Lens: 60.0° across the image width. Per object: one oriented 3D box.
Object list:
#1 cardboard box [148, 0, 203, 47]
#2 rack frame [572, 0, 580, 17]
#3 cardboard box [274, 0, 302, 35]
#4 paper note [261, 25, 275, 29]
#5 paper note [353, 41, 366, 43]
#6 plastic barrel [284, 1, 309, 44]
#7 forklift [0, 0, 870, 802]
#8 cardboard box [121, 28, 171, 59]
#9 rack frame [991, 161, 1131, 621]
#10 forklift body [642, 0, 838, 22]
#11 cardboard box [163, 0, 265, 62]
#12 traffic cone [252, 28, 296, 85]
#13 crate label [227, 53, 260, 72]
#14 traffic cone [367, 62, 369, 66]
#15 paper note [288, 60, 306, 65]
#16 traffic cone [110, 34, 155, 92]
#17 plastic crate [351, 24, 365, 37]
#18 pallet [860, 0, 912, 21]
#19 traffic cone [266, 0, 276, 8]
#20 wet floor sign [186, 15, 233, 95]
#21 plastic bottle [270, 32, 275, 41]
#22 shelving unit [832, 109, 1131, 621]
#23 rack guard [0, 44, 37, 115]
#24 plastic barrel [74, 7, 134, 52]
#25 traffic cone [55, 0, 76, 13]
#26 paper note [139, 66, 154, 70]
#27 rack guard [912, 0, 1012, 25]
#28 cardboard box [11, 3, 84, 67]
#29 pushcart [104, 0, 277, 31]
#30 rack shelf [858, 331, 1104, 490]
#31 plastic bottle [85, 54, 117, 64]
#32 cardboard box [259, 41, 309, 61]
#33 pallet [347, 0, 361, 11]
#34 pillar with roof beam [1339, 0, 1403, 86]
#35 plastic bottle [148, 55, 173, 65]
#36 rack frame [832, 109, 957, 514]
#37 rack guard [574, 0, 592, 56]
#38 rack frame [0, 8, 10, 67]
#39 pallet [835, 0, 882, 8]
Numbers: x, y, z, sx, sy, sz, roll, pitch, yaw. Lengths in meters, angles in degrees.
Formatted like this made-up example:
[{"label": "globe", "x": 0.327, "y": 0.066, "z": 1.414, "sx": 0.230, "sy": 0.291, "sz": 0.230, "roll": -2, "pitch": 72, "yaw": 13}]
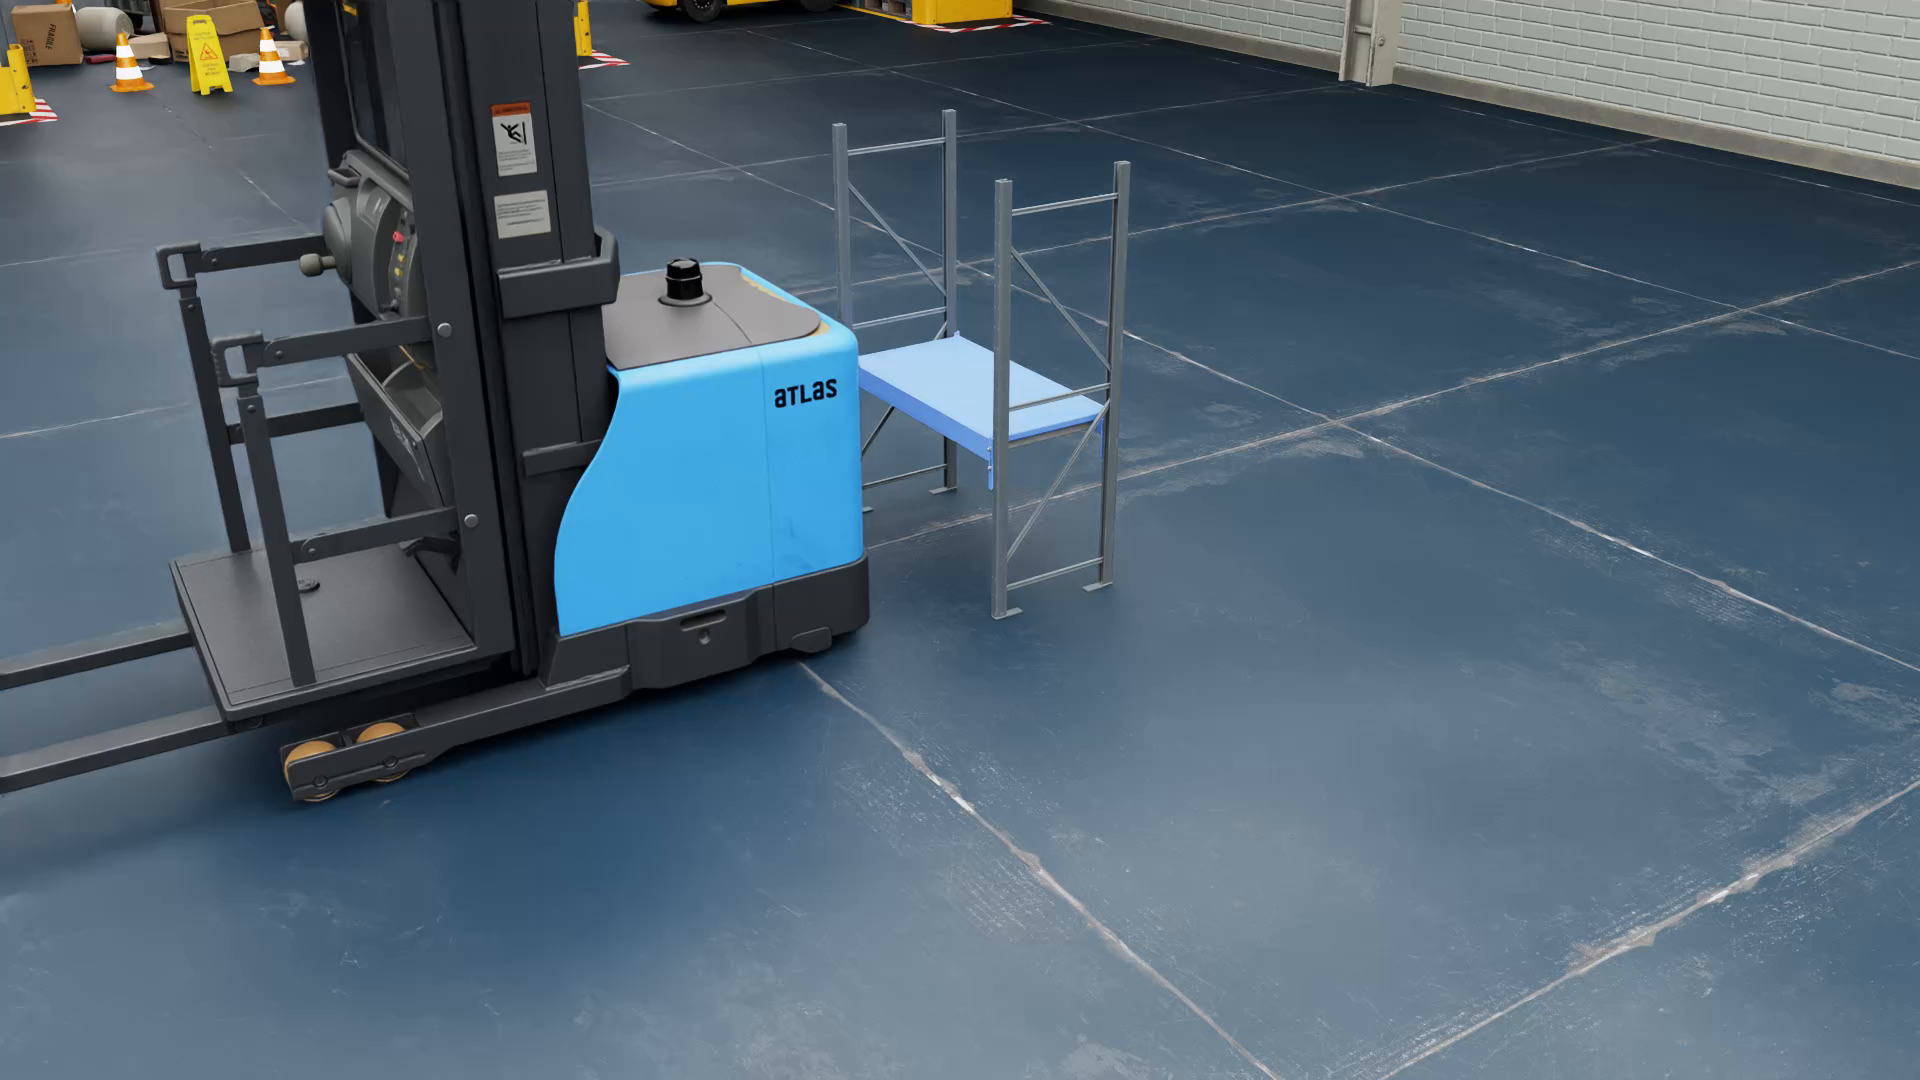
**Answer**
[{"label": "cardboard box", "x": -7.736, "y": -5.331, "z": 16.794, "sx": 0.797, "sy": 0.637, "sz": 0.503, "roll": -16, "pitch": 29, "yaw": -30}, {"label": "rack frame", "x": -4.138, "y": -6.028, "z": 15.505, "sx": 1.000, "sy": 3.000, "sz": 0.127, "roll": -16, "pitch": 29, "yaw": -30}, {"label": "cardboard box", "x": -6.877, "y": -5.629, "z": 17.585, "sx": 0.500, "sy": 0.500, "sz": 0.500, "roll": 3, "pitch": 25, "yaw": 6}, {"label": "paper note", "x": -7.462, "y": -5.529, "z": 17.926, "sx": 0.148, "sy": 0.019, "sz": 0.142, "roll": -16, "pitch": 29, "yaw": -30}, {"label": "paper note", "x": -6.132, "y": -5.104, "z": 17.026, "sx": 0.148, "sy": 0.019, "sz": 0.142, "roll": 18, "pitch": 31, "yaw": 33}, {"label": "plastic barrel", "x": -6.534, "y": -5.249, "z": 16.872, "sx": 0.512, "sy": 0.421, "sz": 0.421, "roll": 3, "pitch": 25, "yaw": 6}, {"label": "forklift", "x": -1.830, "y": -0.846, "z": 4.608, "sx": 3.031, "sy": 2.935, "sz": 1.130, "roll": -14, "pitch": 29, "yaw": -28}, {"label": "cardboard box", "x": -7.933, "y": -4.847, "z": 16.206, "sx": 0.396, "sy": 0.266, "sz": 0.258, "roll": -10, "pitch": 27, "yaw": -21}, {"label": "rack frame", "x": 0.324, "y": -0.466, "z": 5.480, "sx": 0.500, "sy": 1.500, "sz": 0.032, "roll": -16, "pitch": 29, "yaw": -30}, {"label": "forklift body", "x": -2.545, "y": -7.055, "z": 18.675, "sx": 2.313, "sy": 2.155, "sz": 1.214, "roll": -16, "pitch": 29, "yaw": -30}, {"label": "cardboard box", "x": -7.218, "y": -4.937, "z": 16.119, "sx": 0.637, "sy": 0.503, "sz": 0.797, "roll": 7, "pitch": 26, "yaw": 15}, {"label": "traffic cone", "x": -6.198, "y": -4.353, "z": 14.930, "sx": 0.336, "sy": 0.463, "sz": 0.334, "roll": -16, "pitch": 29, "yaw": -30}, {"label": "crate label", "x": -6.679, "y": -4.473, "z": 15.564, "sx": 0.298, "sy": 0.136, "sz": 0.250, "roll": 12, "pitch": 28, "yaw": 24}, {"label": "traffic cone", "x": -5.454, "y": -4.734, "z": 15.735, "sx": 0.336, "sy": 0.463, "sz": 0.334, "roll": -16, "pitch": 29, "yaw": -30}, {"label": "paper note", "x": -6.322, "y": -4.559, "z": 15.872, "sx": 0.142, "sy": 0.019, "sz": 0.148, "roll": 18, "pitch": 31, "yaw": 33}, {"label": "traffic cone", "x": -7.331, "y": -4.212, "z": 14.630, "sx": 0.336, "sy": 0.463, "sz": 0.334, "roll": -16, "pitch": 29, "yaw": -30}, {"label": "plastic crate", "x": -6.152, "y": -5.386, "z": 17.564, "sx": 0.583, "sy": 0.080, "sz": 0.402, "roll": 18, "pitch": 31, "yaw": 33}, {"label": "pallet", "x": -0.434, "y": -6.189, "z": 19.112, "sx": 1.003, "sy": 0.211, "sz": 1.213, "roll": -16, "pitch": 29, "yaw": -30}, {"label": "traffic cone", "x": -8.172, "y": -6.429, "z": 19.325, "sx": 0.336, "sy": 0.463, "sz": 0.334, "roll": -16, "pitch": 29, "yaw": -30}, {"label": "wet floor sign", "x": -6.556, "y": -4.224, "z": 14.443, "sx": 0.267, "sy": 0.644, "sz": 0.232, "roll": -22, "pitch": 33, "yaw": -38}, {"label": "plastic bottle", "x": -7.189, "y": -5.231, "z": 17.259, "sx": 0.133, "sy": 0.061, "sz": 0.283, "roll": -10, "pitch": 27, "yaw": -21}, {"label": "shelving unit", "x": 0.047, "y": -0.648, "z": 5.865, "sx": 0.538, "sy": 1.500, "sz": 1.048, "roll": -16, "pitch": 29, "yaw": -30}, {"label": "rack guard", "x": -8.217, "y": -3.699, "z": 13.500, "sx": 1.175, "sy": 0.500, "sz": 0.348, "roll": -16, "pitch": 29, "yaw": -30}, {"label": "plastic barrel", "x": -8.509, "y": -5.055, "z": 16.463, "sx": 0.512, "sy": 0.421, "sz": 0.421, "roll": 3, "pitch": 25, "yaw": 6}, {"label": "traffic cone", "x": -9.881, "y": -5.953, "z": 18.318, "sx": 0.336, "sy": 0.463, "sz": 0.334, "roll": -16, "pitch": 29, "yaw": -30}, {"label": "paper note", "x": -7.641, "y": -4.436, "z": 15.613, "sx": 0.144, "sy": 0.017, "sz": 0.142, "roll": -6, "pitch": 26, "yaw": -12}, {"label": "rack guard", "x": 0.032, "y": -6.047, "z": 18.473, "sx": 1.175, "sy": 0.500, "sz": 0.348, "roll": -16, "pitch": 29, "yaw": -30}, {"label": "cardboard box", "x": -8.707, "y": -4.823, "z": 15.879, "sx": 0.500, "sy": 0.500, "sz": 0.500, "roll": -10, "pitch": 27, "yaw": -21}, {"label": "pushcart", "x": -8.205, "y": -5.723, "z": 17.932, "sx": 0.936, "sy": 0.377, "sz": 1.648, "roll": 18, "pitch": 31, "yaw": 33}, {"label": "rack shelf", "x": 0.047, "y": -0.485, "z": 5.942, "sx": 0.538, "sy": 0.185, "sz": 1.000, "roll": -16, "pitch": 29, "yaw": -30}, {"label": "plastic bottle", "x": -8.239, "y": -4.628, "z": 15.981, "sx": 0.133, "sy": 0.061, "sz": 0.283, "roll": 18, "pitch": 31, "yaw": 33}, {"label": "cardboard box", "x": -6.546, "y": -4.736, "z": 16.109, "sx": 0.380, "sy": 0.149, "sz": 0.250, "roll": -1, "pitch": 25, "yaw": -3}, {"label": "pallet", "x": -6.748, "y": -6.476, "z": 19.720, "sx": 1.003, "sy": 0.211, "sz": 1.213, "roll": -16, "pitch": 29, "yaw": -30}, {"label": "pillar with roof beam", "x": 0.062, "y": -7.208, "z": 10.979, "sx": 9.100, "sy": 9.000, "sz": 0.400, "roll": -16, "pitch": 29, "yaw": -30}, {"label": "plastic bottle", "x": -7.672, "y": -4.599, "z": 15.921, "sx": 0.283, "sy": 0.061, "sz": 0.133, "roll": 18, "pitch": 31, "yaw": 33}, {"label": "rack frame", "x": -0.231, "y": -0.830, "z": 6.250, "sx": 0.500, "sy": 1.500, "sz": 0.032, "roll": -16, "pitch": 29, "yaw": -30}, {"label": "rack guard", "x": -4.180, "y": -4.925, "z": 16.096, "sx": 1.175, "sy": 0.500, "sz": 0.348, "roll": -16, "pitch": 29, "yaw": -30}, {"label": "rack frame", "x": -8.230, "y": -4.838, "z": 12.985, "sx": 1.000, "sy": 3.000, "sz": 0.127, "roll": -16, "pitch": 29, "yaw": -30}, {"label": "pallet", "x": -1.096, "y": -6.625, "z": 20.035, "sx": 1.003, "sy": 0.211, "sz": 1.213, "roll": -16, "pitch": 29, "yaw": -30}]
